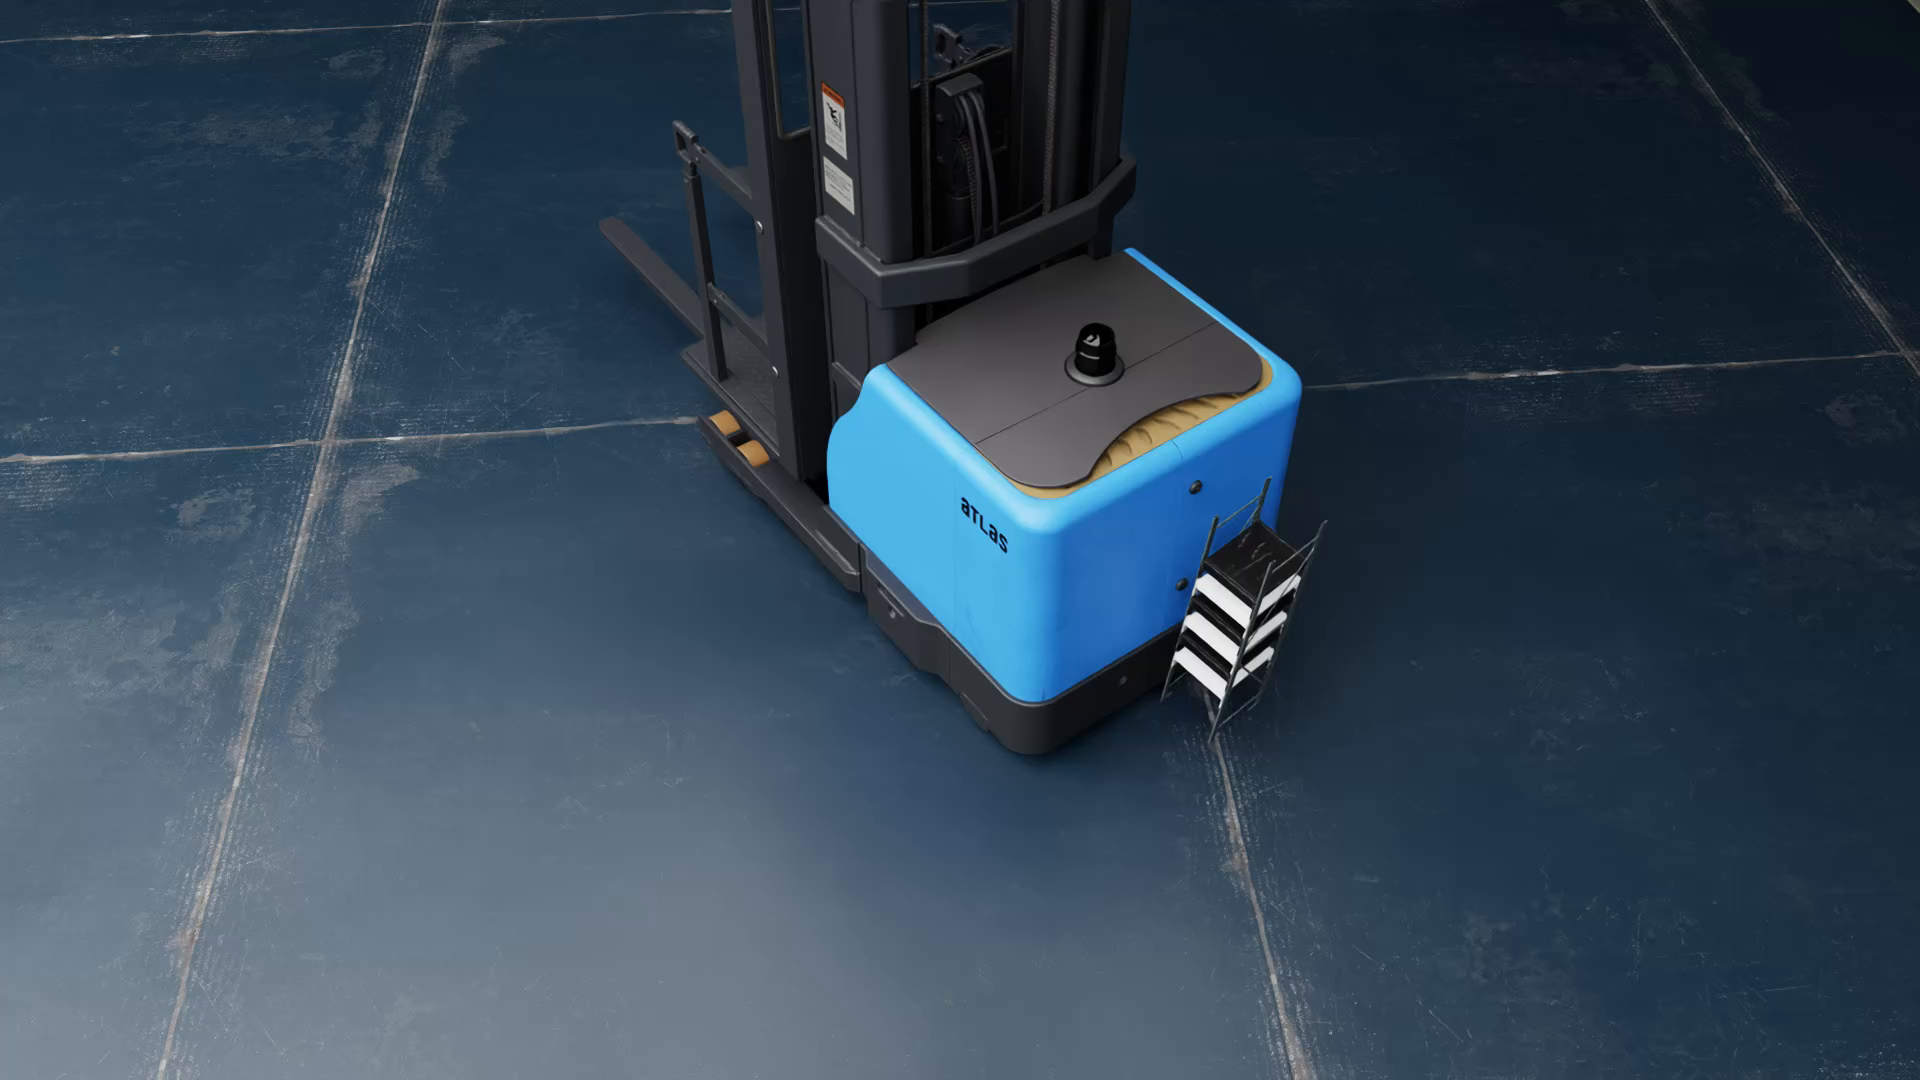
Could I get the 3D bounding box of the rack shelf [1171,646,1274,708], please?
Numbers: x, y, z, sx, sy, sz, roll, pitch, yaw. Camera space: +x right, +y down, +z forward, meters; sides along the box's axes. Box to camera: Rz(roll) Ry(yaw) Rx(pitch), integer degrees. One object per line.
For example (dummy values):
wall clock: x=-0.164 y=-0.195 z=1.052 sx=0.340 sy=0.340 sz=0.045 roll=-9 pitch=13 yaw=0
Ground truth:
rack shelf: x=0.806 y=0.361 z=5.068 sx=0.258 sy=0.077 sz=0.200 roll=-34 pitch=61 yaw=-28

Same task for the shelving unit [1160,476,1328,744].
shelving unit: x=0.821 y=0.227 z=4.903 sx=0.258 sy=0.900 sz=0.210 roll=-34 pitch=61 yaw=-28

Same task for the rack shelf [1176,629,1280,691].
rack shelf: x=0.812 y=0.305 z=4.999 sx=0.258 sy=0.077 sz=0.200 roll=-34 pitch=61 yaw=-28

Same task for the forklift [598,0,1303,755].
forklift: x=-0.282 y=-1.387 z=5.045 sx=1.130 sy=2.935 sz=3.031 roll=-28 pitch=53 yaw=-24

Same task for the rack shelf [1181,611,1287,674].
rack shelf: x=0.818 y=0.248 z=4.929 sx=0.258 sy=0.077 sz=0.200 roll=-34 pitch=61 yaw=-28

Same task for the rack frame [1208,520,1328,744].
rack frame: x=0.889 y=0.288 z=4.859 sx=0.240 sy=0.900 sz=0.006 roll=-34 pitch=61 yaw=-28

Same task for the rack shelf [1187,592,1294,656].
rack shelf: x=0.824 y=0.191 z=4.859 sx=0.258 sy=0.077 sz=0.200 roll=-34 pitch=61 yaw=-28

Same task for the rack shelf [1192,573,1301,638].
rack shelf: x=0.831 y=0.134 z=4.790 sx=0.258 sy=0.077 sz=0.200 roll=-34 pitch=61 yaw=-28

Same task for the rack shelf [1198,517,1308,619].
rack shelf: x=0.837 y=0.078 z=4.720 sx=0.258 sy=0.077 sz=0.200 roll=-34 pitch=61 yaw=-28

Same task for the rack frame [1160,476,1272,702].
rack frame: x=0.752 y=0.166 z=4.947 sx=0.240 sy=0.900 sz=0.006 roll=-34 pitch=61 yaw=-28
